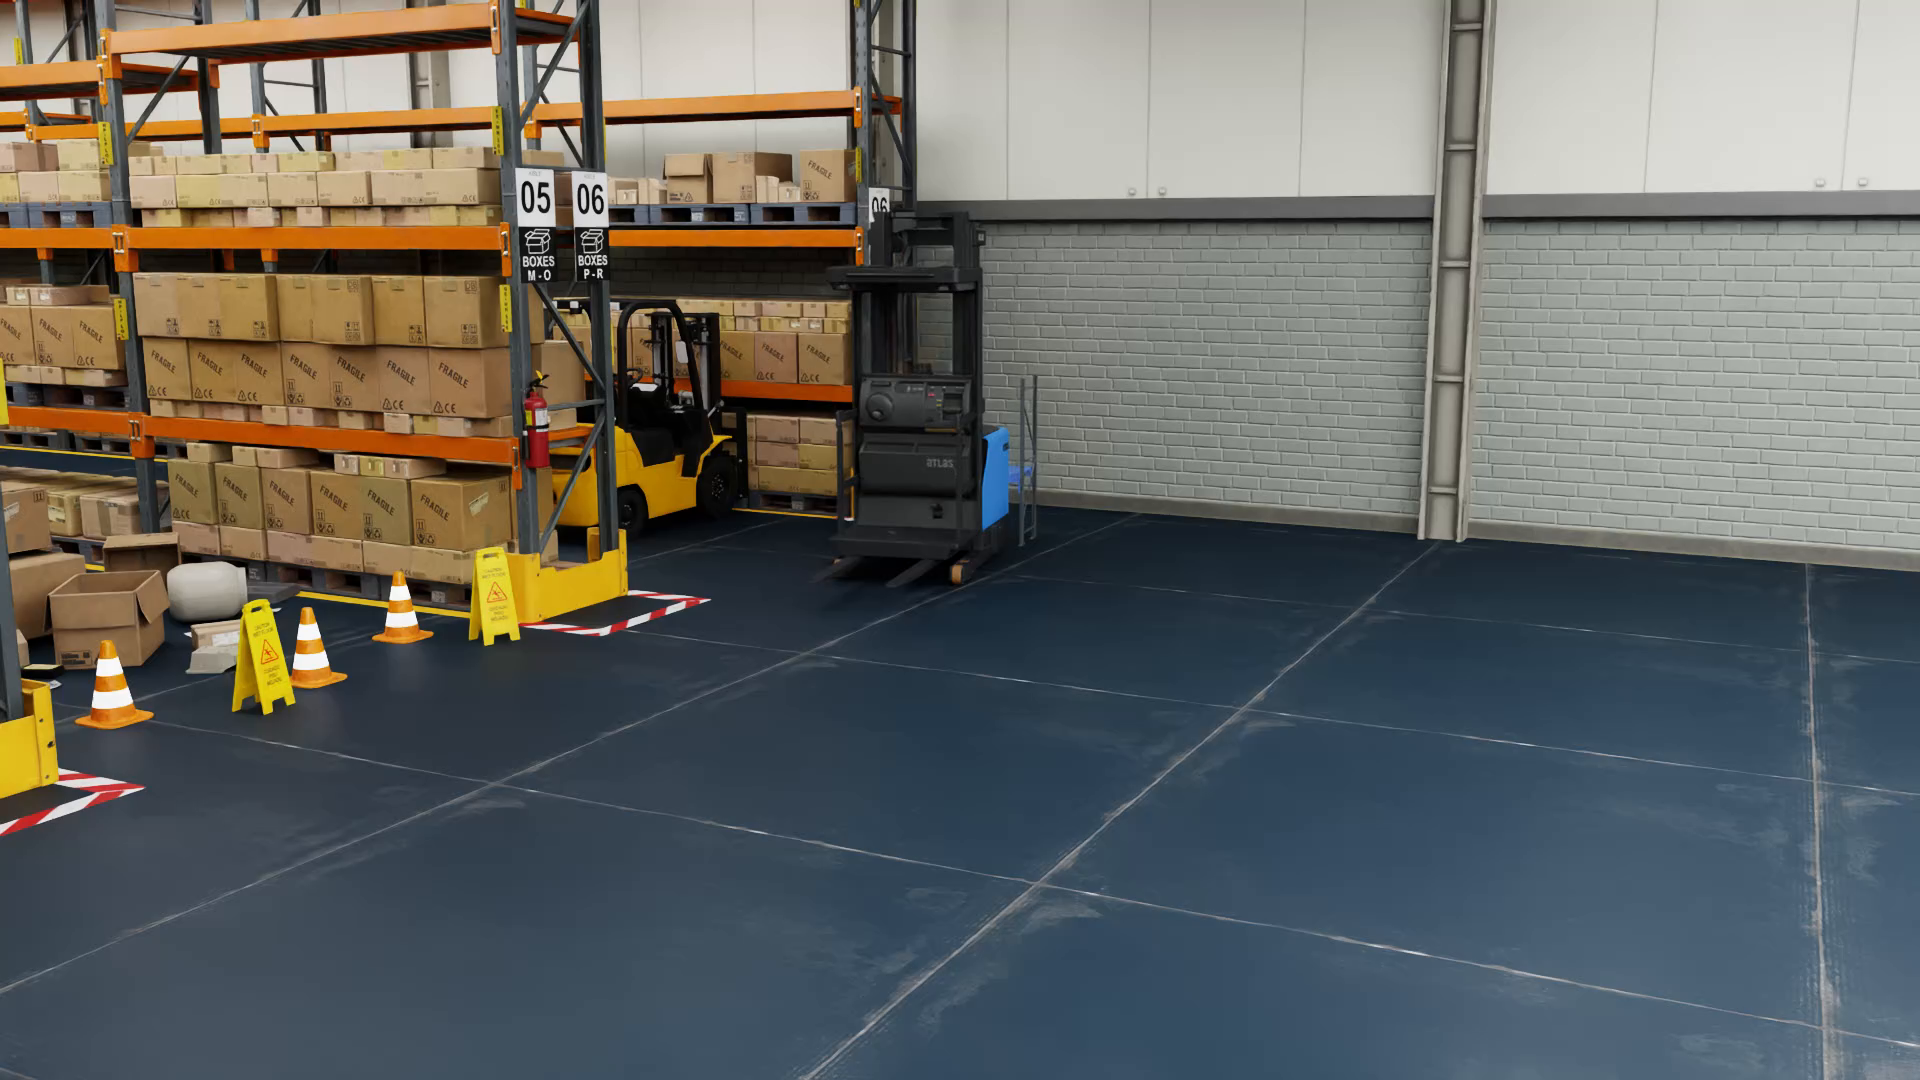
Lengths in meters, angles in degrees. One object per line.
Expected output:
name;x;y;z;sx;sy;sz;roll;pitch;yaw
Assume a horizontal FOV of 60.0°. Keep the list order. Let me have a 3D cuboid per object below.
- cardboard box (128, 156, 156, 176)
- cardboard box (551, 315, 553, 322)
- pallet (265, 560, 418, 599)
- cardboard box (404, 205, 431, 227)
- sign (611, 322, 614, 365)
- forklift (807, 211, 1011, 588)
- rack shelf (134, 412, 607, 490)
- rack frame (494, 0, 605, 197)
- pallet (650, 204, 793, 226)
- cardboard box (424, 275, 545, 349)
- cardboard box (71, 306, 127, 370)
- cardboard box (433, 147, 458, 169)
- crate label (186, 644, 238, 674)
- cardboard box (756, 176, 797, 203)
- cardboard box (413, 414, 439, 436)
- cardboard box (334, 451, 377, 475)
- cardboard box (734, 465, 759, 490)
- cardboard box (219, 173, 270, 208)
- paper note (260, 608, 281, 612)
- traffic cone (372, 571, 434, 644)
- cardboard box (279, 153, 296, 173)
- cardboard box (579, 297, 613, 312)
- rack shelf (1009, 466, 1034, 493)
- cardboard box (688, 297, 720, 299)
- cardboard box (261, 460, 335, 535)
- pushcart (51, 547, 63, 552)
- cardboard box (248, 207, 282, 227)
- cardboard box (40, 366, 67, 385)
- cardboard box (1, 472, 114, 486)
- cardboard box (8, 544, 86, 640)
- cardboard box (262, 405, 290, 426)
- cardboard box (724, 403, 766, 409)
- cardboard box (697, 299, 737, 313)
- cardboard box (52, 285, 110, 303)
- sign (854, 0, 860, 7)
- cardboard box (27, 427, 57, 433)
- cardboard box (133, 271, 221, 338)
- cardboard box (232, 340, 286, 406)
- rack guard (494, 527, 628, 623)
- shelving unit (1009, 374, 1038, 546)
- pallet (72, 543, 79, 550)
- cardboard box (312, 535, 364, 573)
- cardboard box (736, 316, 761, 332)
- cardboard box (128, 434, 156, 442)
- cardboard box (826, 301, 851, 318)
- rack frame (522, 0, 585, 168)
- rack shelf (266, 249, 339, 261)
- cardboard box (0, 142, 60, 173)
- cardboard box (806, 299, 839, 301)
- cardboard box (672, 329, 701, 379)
cardboard box;-6.348;-2.958;13.196;0.250;0.149;0.380;5;11;25
cardboard box;-4.513;-2.514;18.595;0.250;0.149;0.380;5;11;25
pallet;-4.770;0.225;13.394;1.213;0.211;1.003;5;11;26
cardboard box;-3.804;-2.352;12.085;0.250;0.149;0.380;5;12;28
sign;-2.659;-1.488;12.597;0.005;0.325;0.100;5;11;26
forklift;-0.418;-1.159;13.401;1.130;2.935;3.031;3;11;14
rack shelf;-4.692;-0.779;13.131;4.000;0.370;1.077;5;11;26
rack frame;-2.899;-3.927;11.661;0.127;3.000;1.000;5;11;26
pallet;-2.427;-3.356;17.179;1.213;0.211;1.003;5;11;26
cardboard box;-3.454;-1.668;12.101;0.500;0.500;0.700;5;11;24
cardboard box;-7.002;-1.692;13.863;0.500;0.500;0.500;5;11;25
cardboard box;-3.547;-2.726;11.913;0.250;0.149;0.380;5;12;27
crate label;-4.774;0.758;10.660;0.298;0.136;0.250;-1;10;-4
cardboard box;-1.811;-3.471;16.479;0.258;0.266;0.396;5;11;26
cardboard box;-3.826;-0.873;12.335;0.250;0.149;0.380;5;11;25
cardboard box;-4.551;-0.598;12.726;0.250;0.149;0.380;6;12;28
cardboard box;-2.154;-0.690;17.161;0.500;0.250;0.500;5;11;26
cardboard box;-5.302;-2.680;12.778;0.500;0.250;0.500;5;11;26
paper note;-5.114;0.516;12.291;0.148;0.019;0.142;1;10;6
traffic cone;-3.855;0.445;11.470;0.334;0.463;0.336;5;11;26
cardboard box;-4.917;-2.849;12.592;0.250;0.149;0.380;5;12;27
cardboard box;-3.856;-2.522;17.807;0.250;0.149;0.380;5;11;27
rack shelf;0.133;-0.577;15.217;1.000;0.185;0.538;3;11;16
cardboard box;-2.739;-2.515;17.768;0.250;0.149;0.380;5;11;25
cardboard box;-5.127;-0.342;13.133;0.500;0.500;0.500;6;12;29
pushcart;-7.450;0.368;12.137;0.936;0.377;1.648;1;10;6
cardboard box;-5.198;-2.463;12.702;0.250;0.149;0.380;5;11;25
cardboard box;-7.545;-1.408;14.114;0.250;0.149;0.380;5;11;25
cardboard box;-8.228;-0.356;14.971;0.625;0.372;0.950;5;12;28
cardboard box;-6.437;0.380;11.336;0.503;0.637;0.797;5;11;26
cardboard box;-5.202;-0.988;12.974;0.250;0.149;0.380;5;11;26
cardboard box;-2.403;-1.303;17.743;0.500;0.250;0.500;5;11;25
cardboard box;-2.499;-2.397;17.117;0.250;0.149;0.380;5;11;27
cardboard box;-7.771;-2.174;14.706;0.250;0.149;0.380;6;12;29
sign;-0.959;-5.133;15.480;0.005;0.325;0.100;5;11;26
cardboard box;-12.097;-1.515;22.002;0.250;0.149;0.380;5;11;24
cardboard box;-6.187;-1.909;13.430;0.500;0.500;0.700;5;11;25
cardboard box;-5.310;-1.329;13.036;0.500;0.500;0.500;5;11;25
rack guard;-2.967;0.249;12.451;0.348;0.500;1.175;5;11;26
shelving unit;0.133;-0.754;15.185;1.048;1.500;0.538;3;11;16
pallet;-8.283;-0.075;15.053;1.213;0.211;1.003;5;11;26
cardboard box;-4.676;0.068;12.973;0.500;0.250;0.500;5;11;24
cardboard box;-2.066;-2.200;16.859;0.250;0.149;0.380;5;11;24
cardboard box;-10.206;-1.536;21.134;0.500;0.500;0.500;5;11;24
cardboard box;-1.120;-2.278;16.454;0.250;0.149;0.380;5;11;26
rack frame;-4.293;-5.035;17.785;0.127;3.000;1.000;5;11;26
rack shelf;-6.087;-3.363;18.987;4.000;0.370;1.077;5;11;26
cardboard box;-7.987;-3.247;14.166;0.500;0.250;0.500;5;12;27
cardboard box;-1.375;-2.388;17.065;0.250;0.149;0.380;5;12;27
cardboard box;-2.640;-1.935;17.217;0.500;0.500;0.500;5;11;26
